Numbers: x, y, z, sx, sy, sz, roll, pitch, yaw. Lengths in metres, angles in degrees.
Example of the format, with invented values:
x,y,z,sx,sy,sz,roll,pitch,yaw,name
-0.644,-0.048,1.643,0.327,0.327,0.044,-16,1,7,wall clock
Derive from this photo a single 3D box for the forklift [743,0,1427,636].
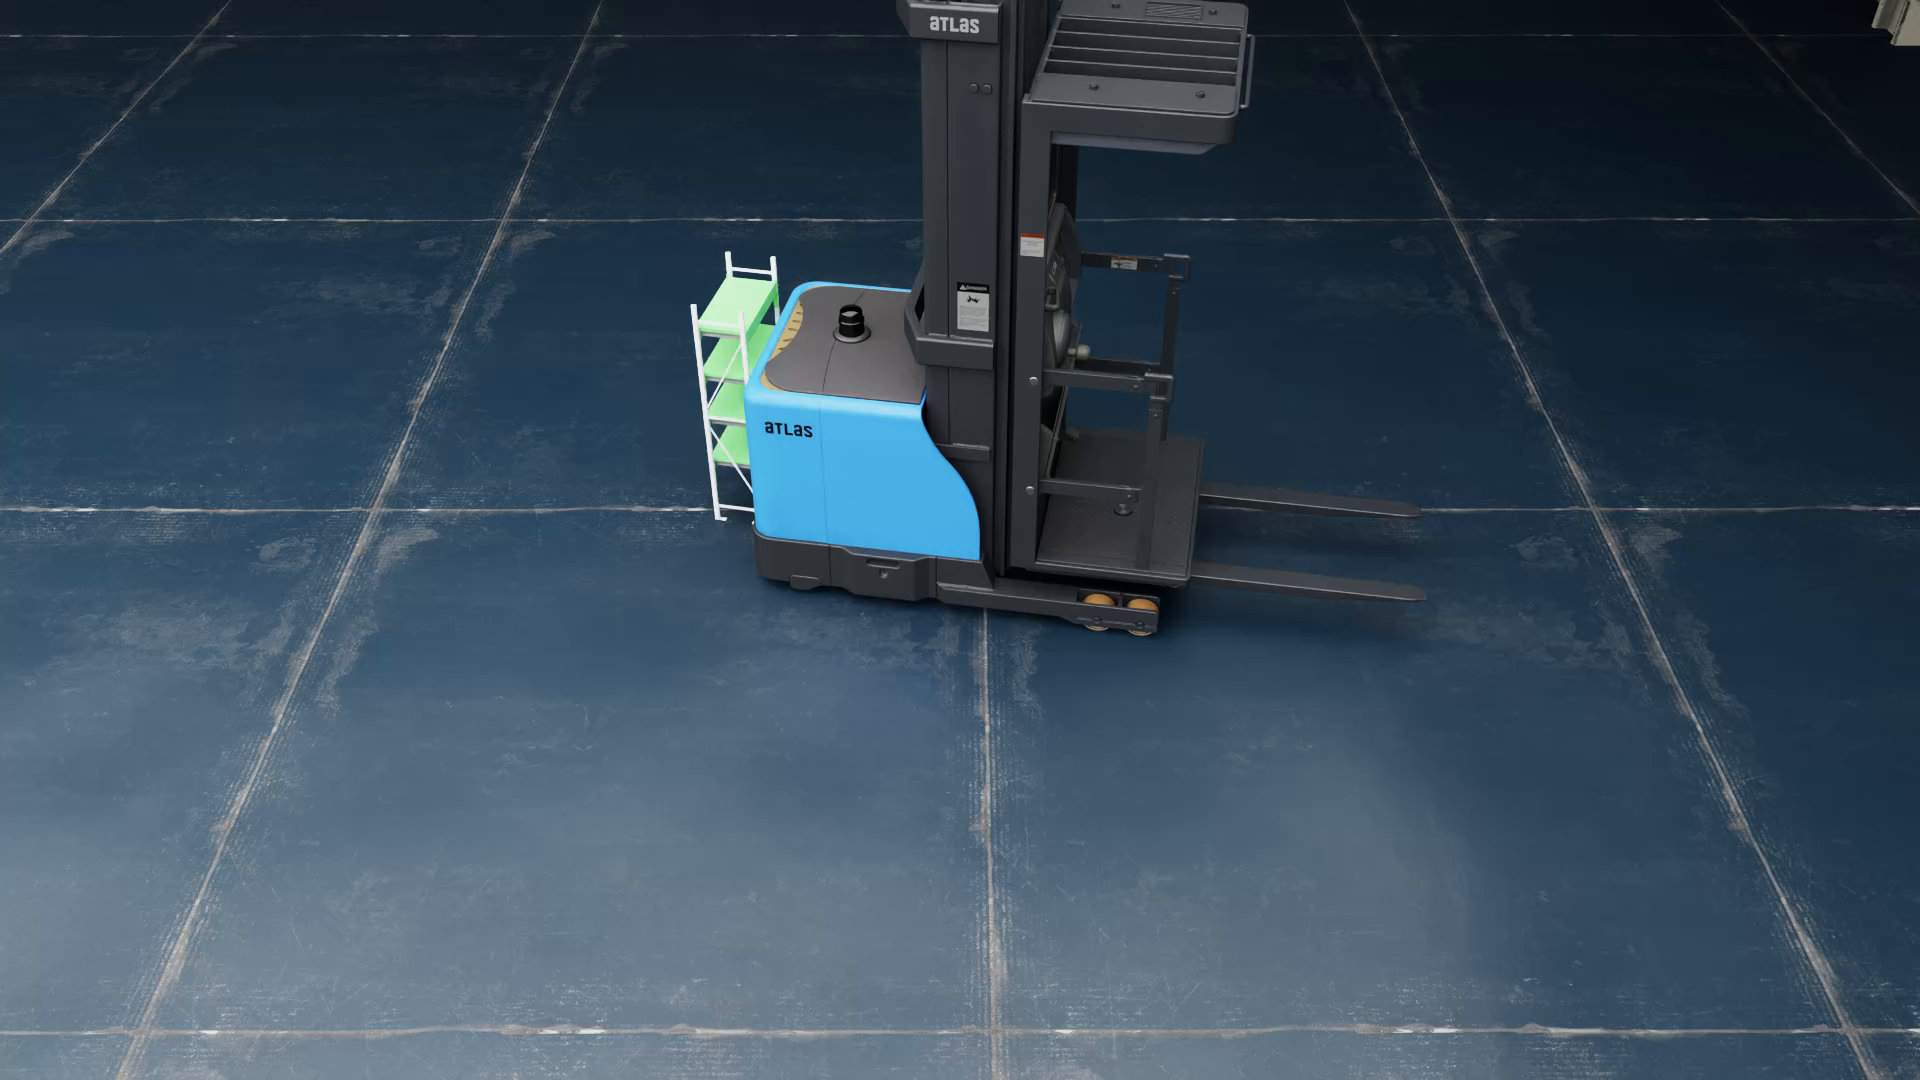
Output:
x,y,z,sx,sy,sz,roll,pitch,yaw,name
0.621,-1.076,6.994,3.031,2.935,1.130,6,39,8,forklift

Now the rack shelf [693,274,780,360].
x,y,z,sx,sy,sz,roll,pitch,yaw,name
-1.025,-1.032,7.659,0.258,0.148,0.480,7,39,9,rack shelf

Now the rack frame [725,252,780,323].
x,y,z,sx,sy,sz,roll,pitch,yaw,name
-0.975,-0.857,8.105,0.240,1.200,0.015,7,39,9,rack frame

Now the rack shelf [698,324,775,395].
x,y,z,sx,sy,sz,roll,pitch,yaw,name
-1.025,-0.845,7.809,0.258,0.148,0.480,7,39,9,rack shelf

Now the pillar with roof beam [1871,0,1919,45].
x,y,z,sx,sy,sz,roll,pitch,yaw,name
2.985,-7.415,10.053,9.100,9.000,0.400,0,39,0,pillar with roof beam

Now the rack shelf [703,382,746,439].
x,y,z,sx,sy,sz,roll,pitch,yaw,name
-1.025,-0.658,7.959,0.258,0.148,0.480,7,39,9,rack shelf

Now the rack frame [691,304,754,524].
x,y,z,sx,sy,sz,roll,pitch,yaw,name
-1.075,-0.558,7.733,0.240,1.200,0.015,7,39,9,rack frame

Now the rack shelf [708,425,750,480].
x,y,z,sx,sy,sz,roll,pitch,yaw,name
-1.025,-0.470,8.109,0.258,0.148,0.480,7,39,9,rack shelf

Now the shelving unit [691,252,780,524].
x,y,z,sx,sy,sz,roll,pitch,yaw,name
-1.025,-0.708,7.919,0.258,1.200,0.503,7,39,9,shelving unit
